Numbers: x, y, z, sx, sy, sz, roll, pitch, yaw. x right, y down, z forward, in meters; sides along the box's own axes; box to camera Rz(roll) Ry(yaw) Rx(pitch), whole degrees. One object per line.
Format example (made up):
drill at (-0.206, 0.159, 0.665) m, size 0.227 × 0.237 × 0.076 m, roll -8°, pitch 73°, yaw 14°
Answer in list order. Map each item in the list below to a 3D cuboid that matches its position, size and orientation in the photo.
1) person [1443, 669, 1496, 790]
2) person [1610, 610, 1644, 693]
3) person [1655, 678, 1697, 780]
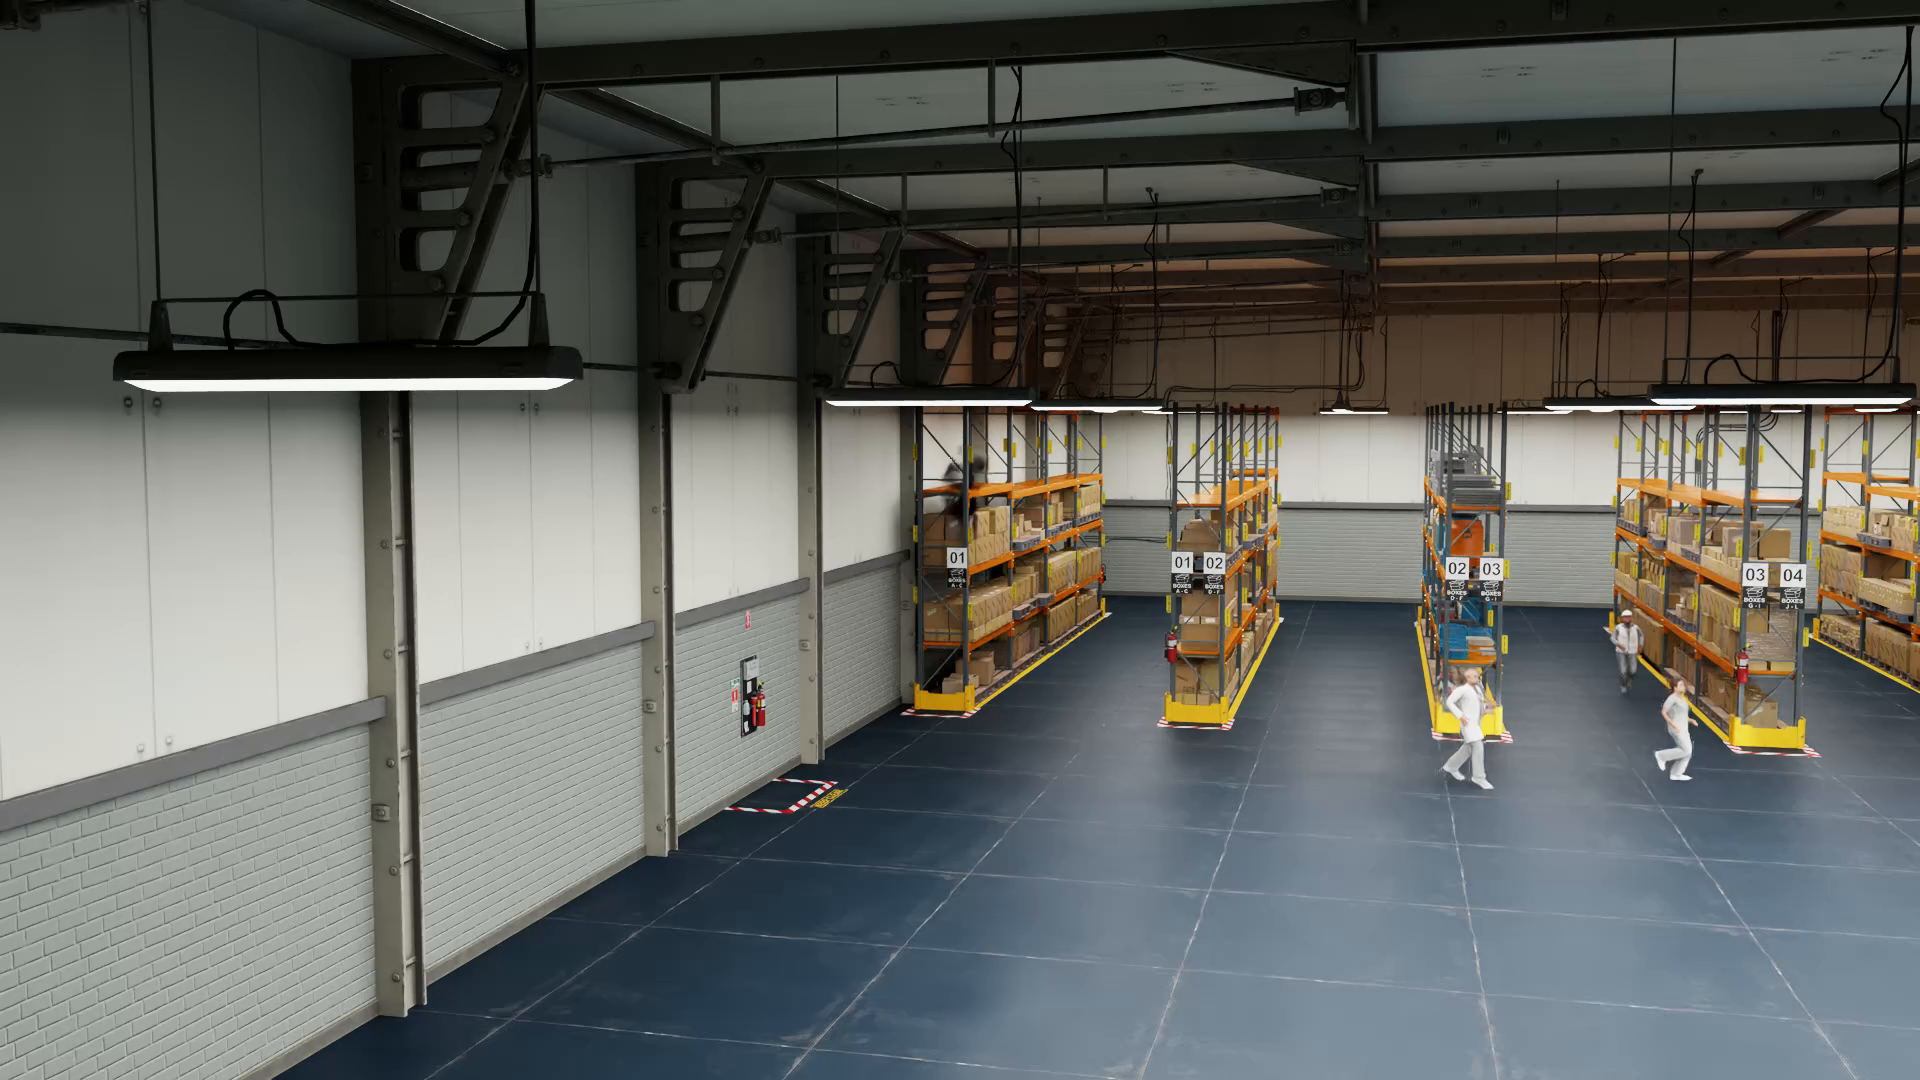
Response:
person at (7.920, 2.917, 25.868) m, size 0.876 × 1.822 × 0.694 m, roll 3°, pitch 5°, yaw 39°
person at (13.812, 2.311, 34.394) m, size 0.687 × 1.726 × 0.591 m, roll 1°, pitch 4°, yaw 12°
person at (11.315, 2.983, 26.256) m, size 0.560 × 1.621 × 0.578 m, roll 4°, pitch 6°, yaw 44°
